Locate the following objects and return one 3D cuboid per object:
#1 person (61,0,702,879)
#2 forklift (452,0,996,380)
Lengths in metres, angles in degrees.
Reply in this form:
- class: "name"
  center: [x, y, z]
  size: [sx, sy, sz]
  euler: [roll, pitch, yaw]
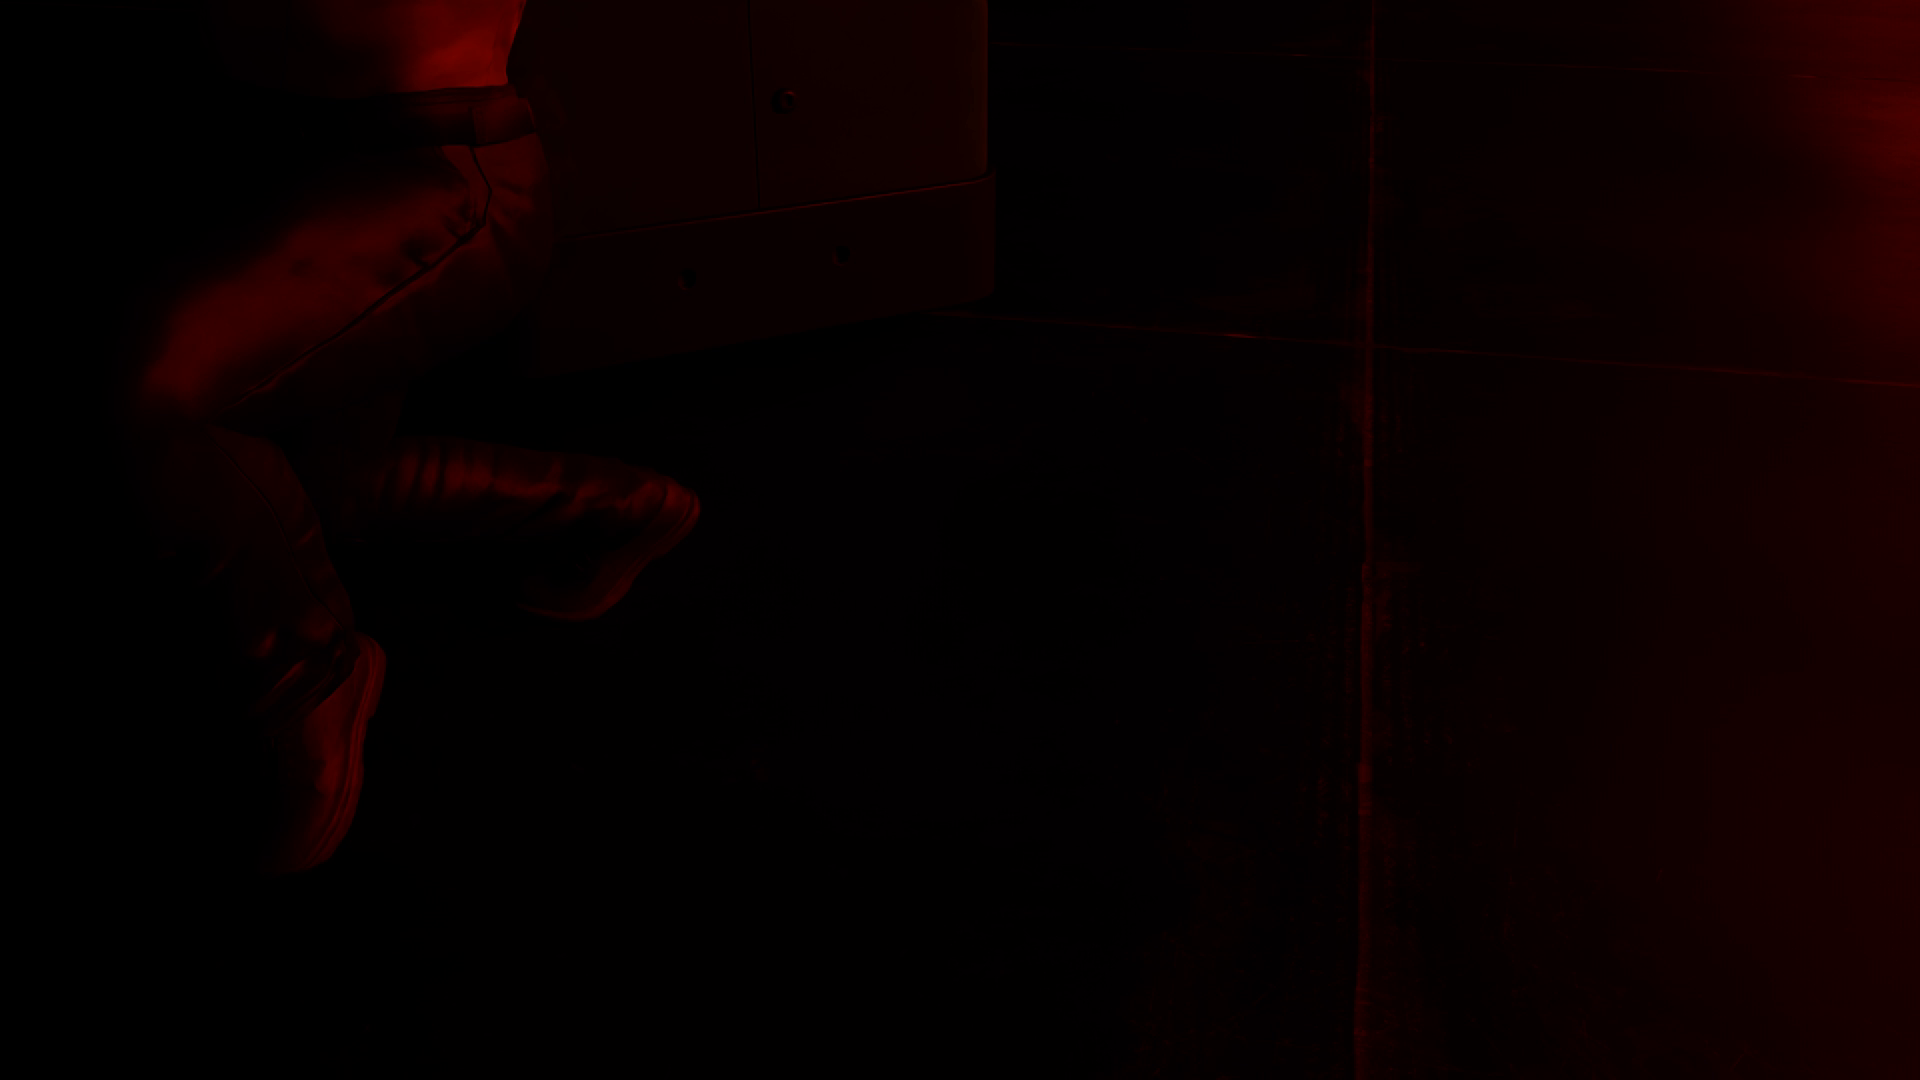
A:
- class: "person"
  center: [-0.440, -0.352, 1.670]
  size: [1.003, 1.441, 0.858]
  euler: [17, 31, 30]
- class: "forklift"
  center: [-1.078, -2.217, 3.640]
  size: [1.130, 2.935, 3.031]
  euler: [-14, 30, -25]
